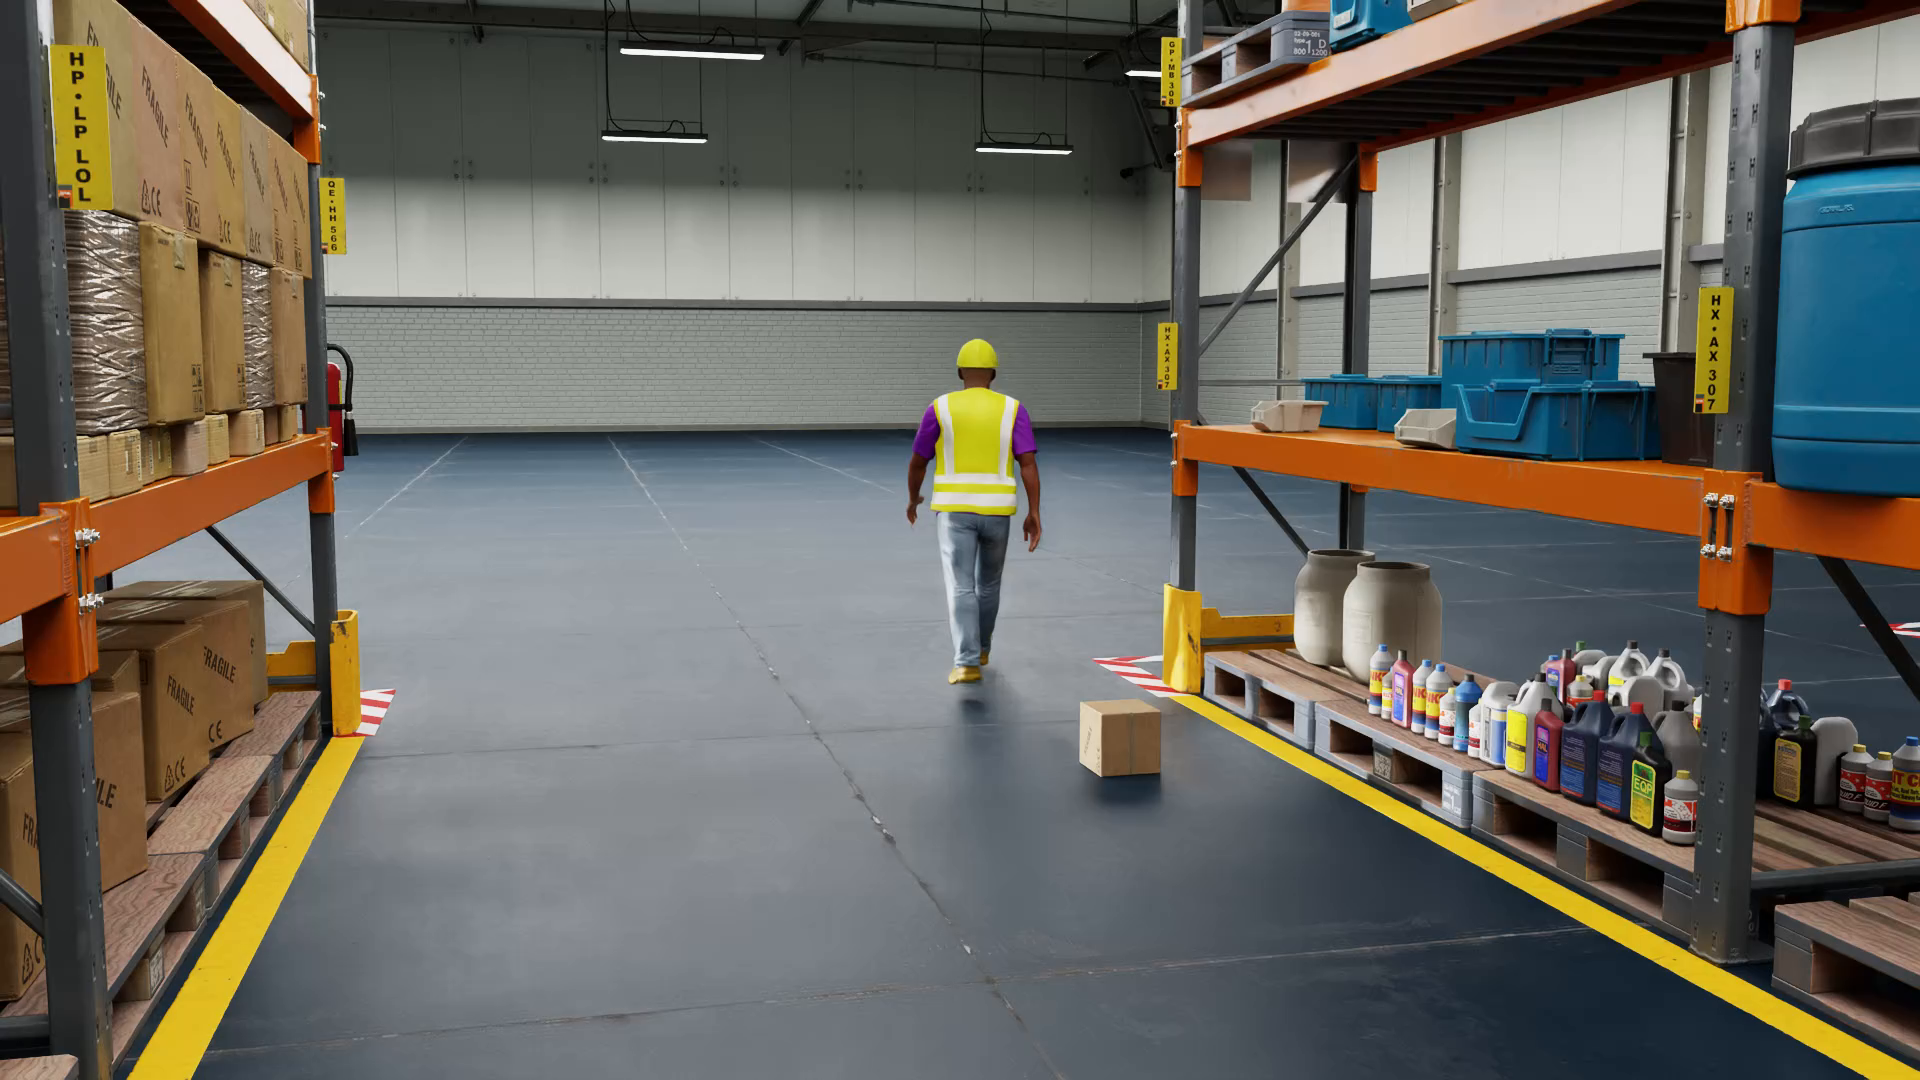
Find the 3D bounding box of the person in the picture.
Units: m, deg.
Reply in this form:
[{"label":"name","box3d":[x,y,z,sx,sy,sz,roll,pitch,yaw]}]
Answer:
[{"label":"person","box3d":[0.062,-0.155,8.349,0.626,1.700,1.144,-1,6,-8]}]
